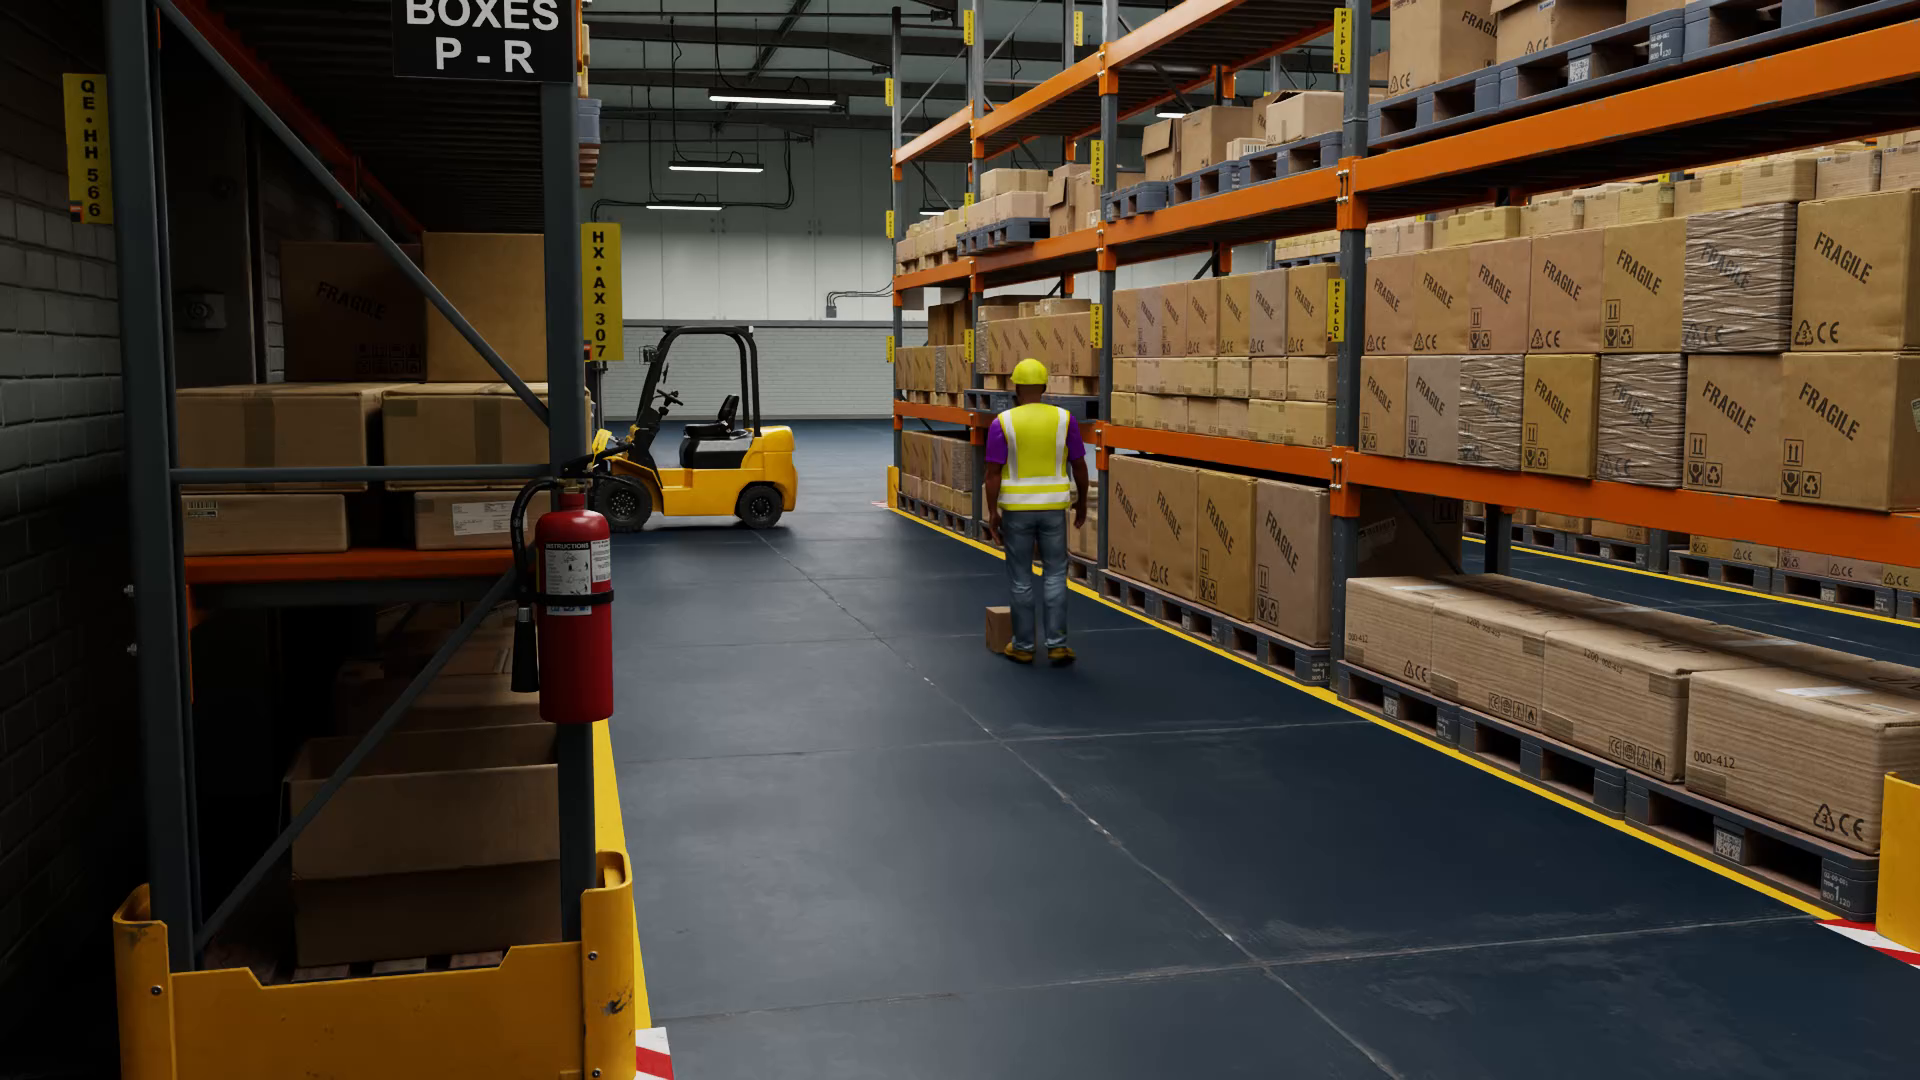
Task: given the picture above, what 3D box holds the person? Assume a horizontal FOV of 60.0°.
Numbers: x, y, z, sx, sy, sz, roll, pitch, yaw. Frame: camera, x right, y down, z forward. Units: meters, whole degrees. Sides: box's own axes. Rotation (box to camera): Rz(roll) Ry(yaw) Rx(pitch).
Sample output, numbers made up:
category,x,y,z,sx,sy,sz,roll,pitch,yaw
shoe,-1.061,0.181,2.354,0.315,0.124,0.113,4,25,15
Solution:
category,x,y,z,sx,sy,sz,roll,pitch,yaw
person,0.445,-0.173,9.781,0.635,1.778,0.436,-1,6,-8
